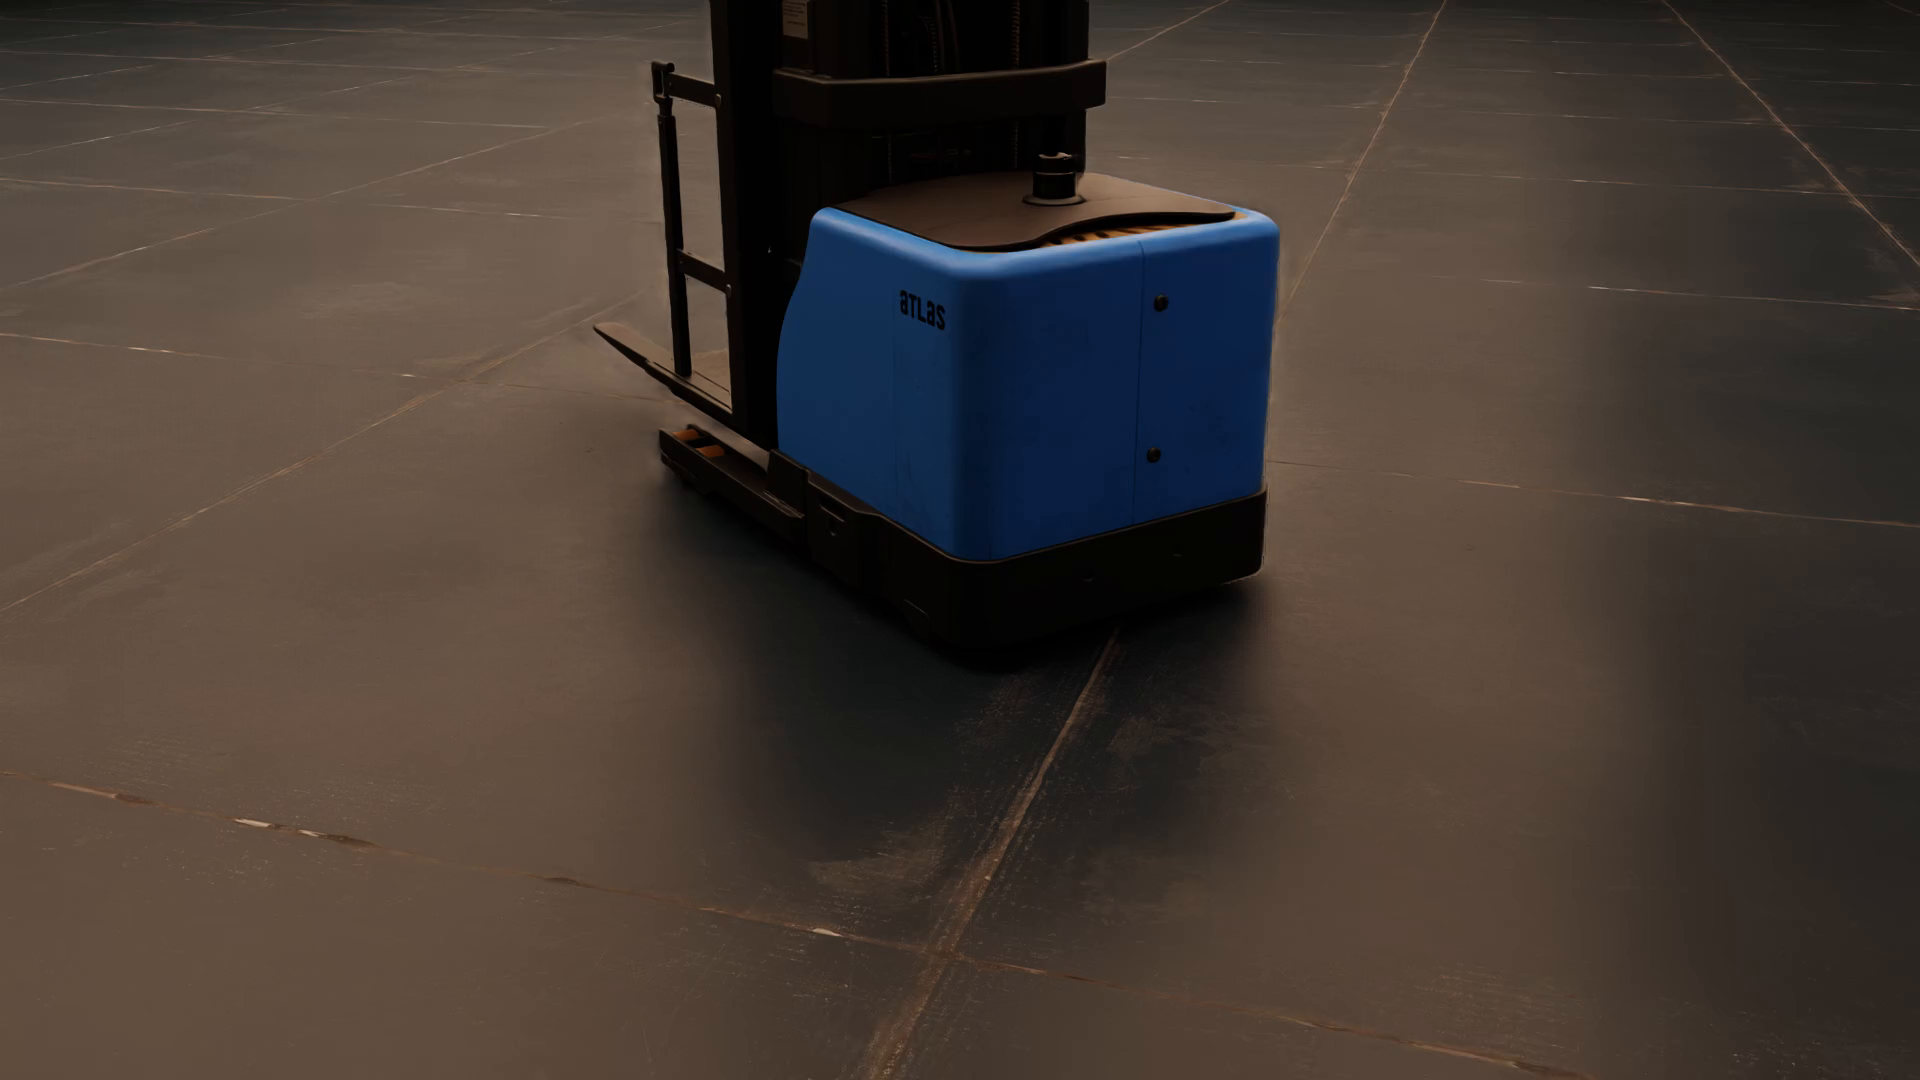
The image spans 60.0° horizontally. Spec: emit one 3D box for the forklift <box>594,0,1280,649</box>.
[{"bbox_3d":[-0.355,-1.587,5.124,1.130,2.935,3.031,-14,26,-30],"label":"forklift"}]
